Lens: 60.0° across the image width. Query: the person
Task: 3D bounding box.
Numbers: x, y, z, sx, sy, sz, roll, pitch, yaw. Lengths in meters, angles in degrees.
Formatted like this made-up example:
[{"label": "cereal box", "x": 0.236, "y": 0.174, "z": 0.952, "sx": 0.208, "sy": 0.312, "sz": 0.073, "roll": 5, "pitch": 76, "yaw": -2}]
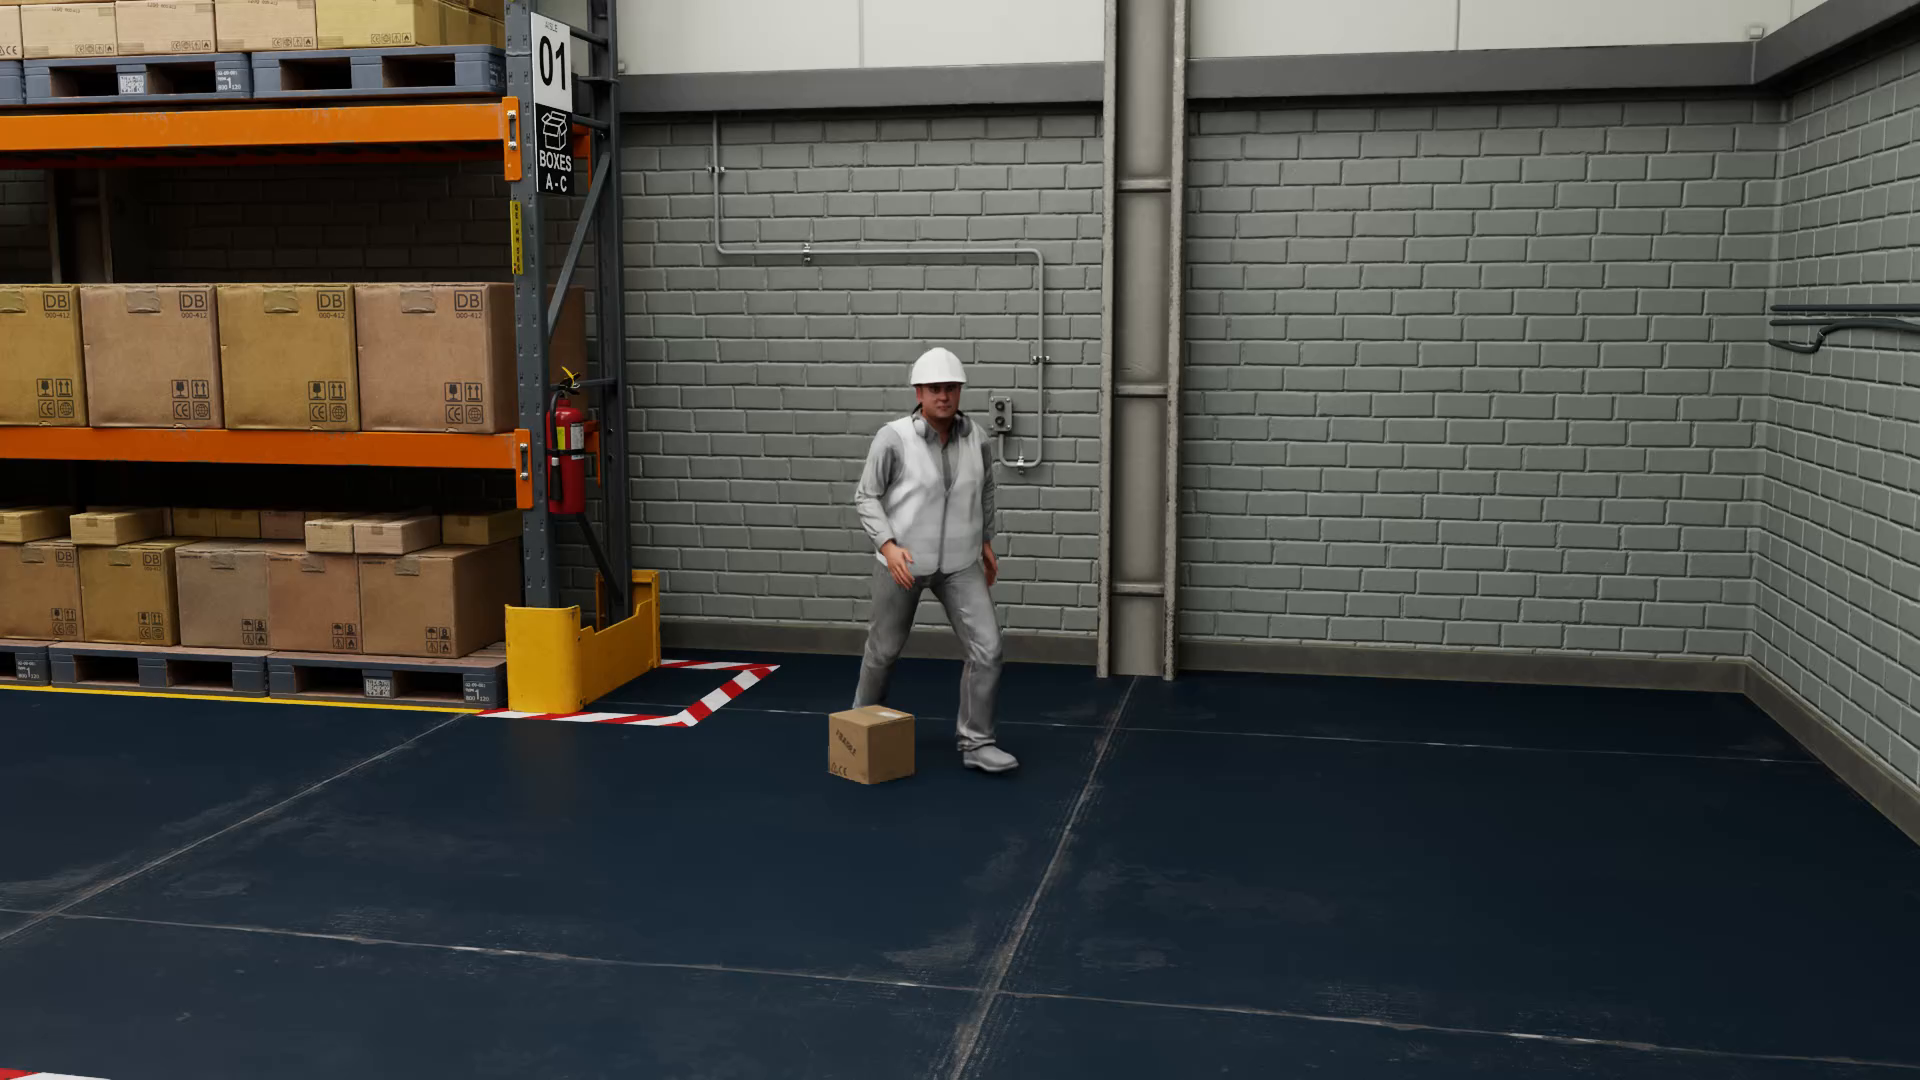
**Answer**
[{"label": "person", "x": -0.152, "y": 0.065, "z": 6.853, "sx": 0.649, "sy": 1.713, "sz": 0.848, "roll": -2, "pitch": 8, "yaw": -17}]
